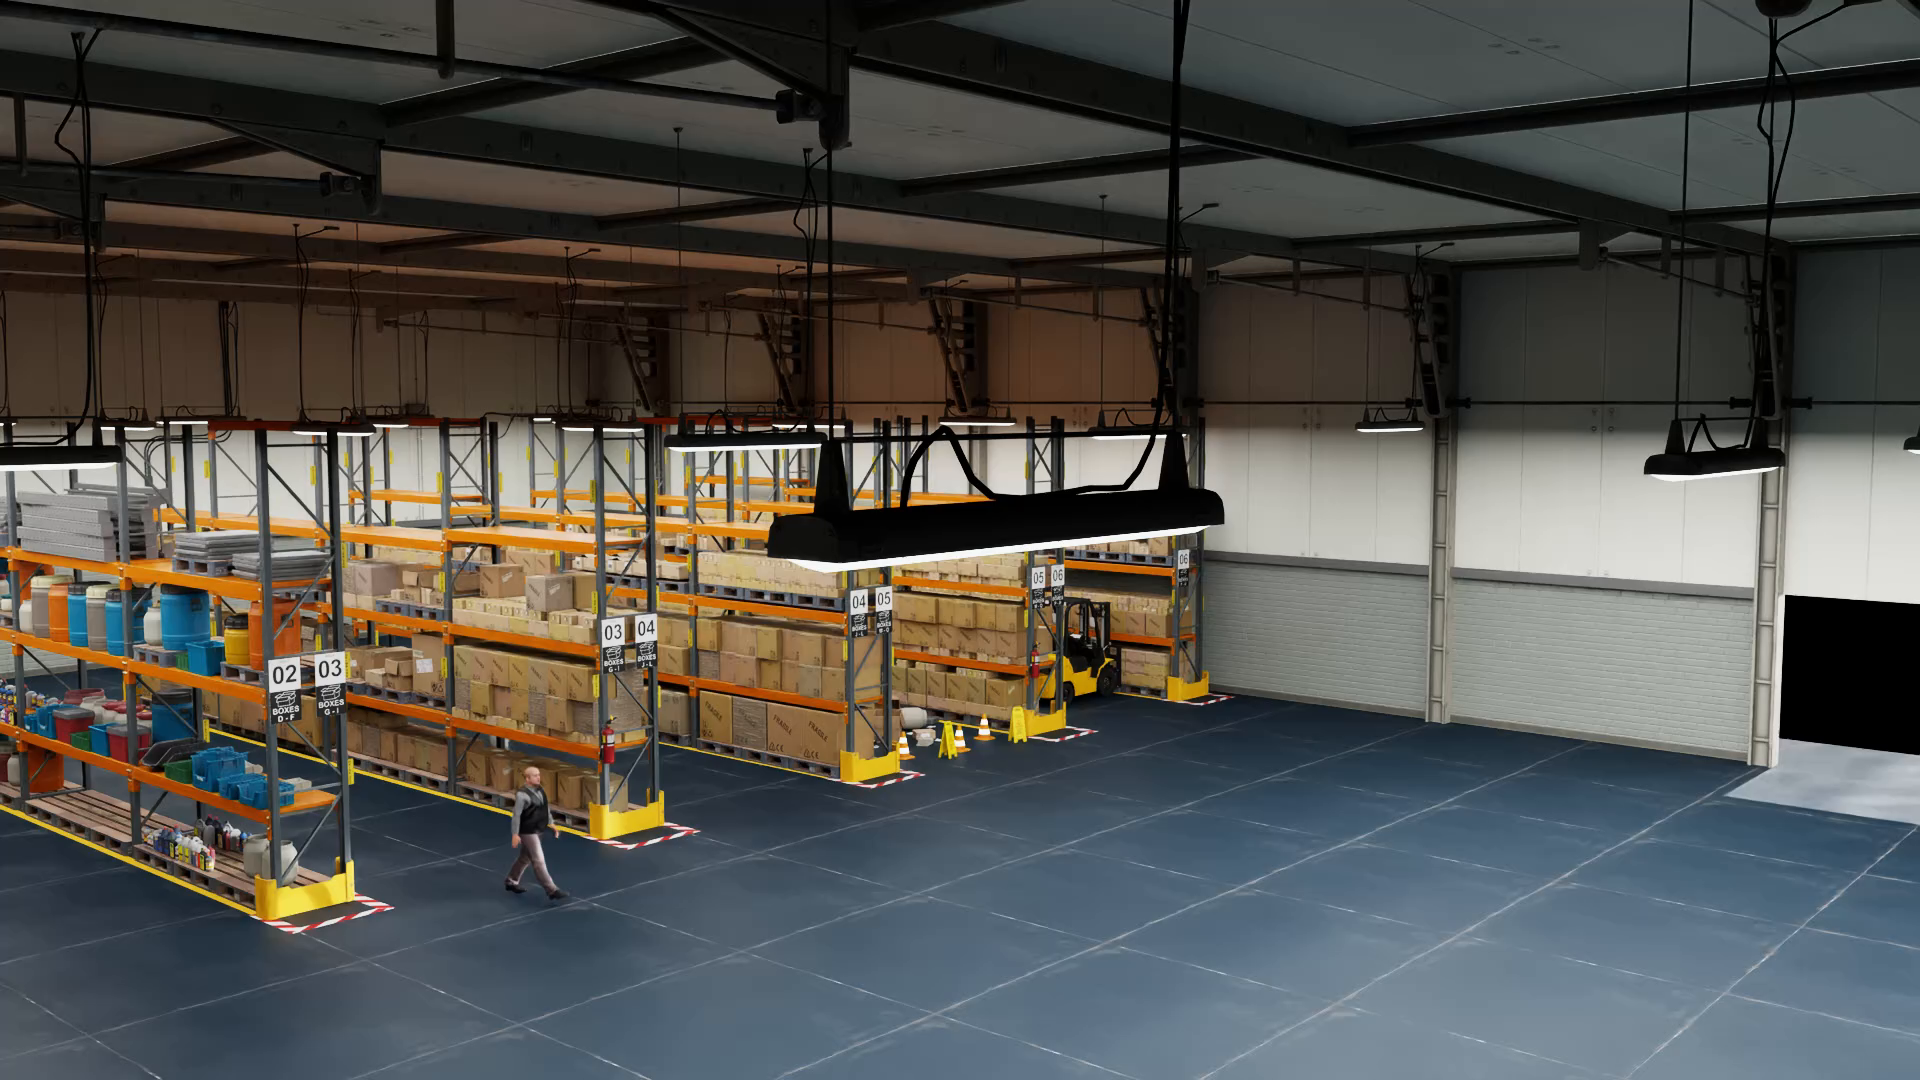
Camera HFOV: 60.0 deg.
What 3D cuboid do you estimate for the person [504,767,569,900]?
[{"bbox_3d":[-5.372,3.713,21.159,1.054,1.661,0.570,1,5,13],"label":"person"}]

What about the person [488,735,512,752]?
[{"bbox_3d":[-8.222,3.061,29.367,0.545,1.652,0.513,-4,6,-38],"label":"person"}]
